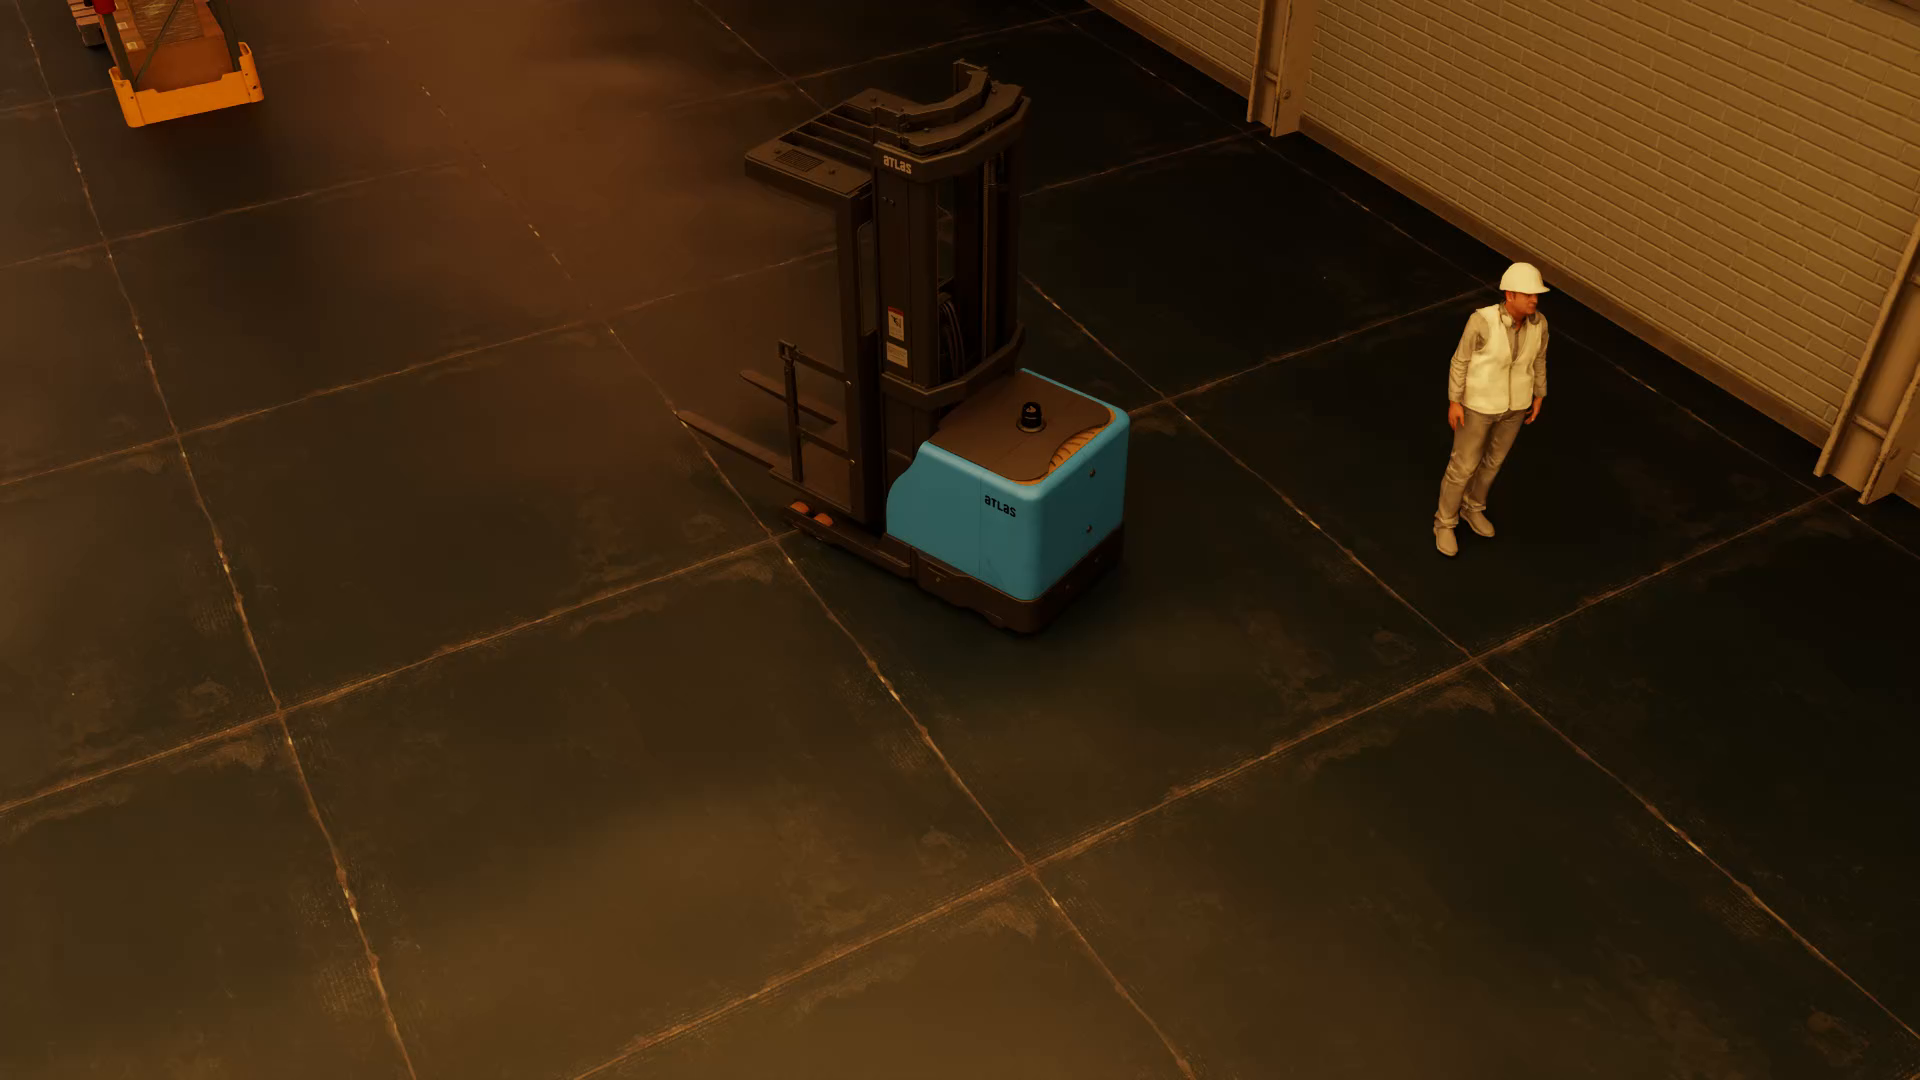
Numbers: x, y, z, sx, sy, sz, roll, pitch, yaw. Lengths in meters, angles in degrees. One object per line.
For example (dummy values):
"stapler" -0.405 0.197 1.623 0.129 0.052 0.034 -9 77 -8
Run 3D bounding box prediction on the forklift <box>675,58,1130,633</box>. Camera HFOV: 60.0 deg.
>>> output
"forklift" -0.481 -1.366 9.683 3.031 2.935 1.130 26 46 28

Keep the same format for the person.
"person" 3.201 -0.781 9.873 0.633 1.776 0.566 -9 40 -10
